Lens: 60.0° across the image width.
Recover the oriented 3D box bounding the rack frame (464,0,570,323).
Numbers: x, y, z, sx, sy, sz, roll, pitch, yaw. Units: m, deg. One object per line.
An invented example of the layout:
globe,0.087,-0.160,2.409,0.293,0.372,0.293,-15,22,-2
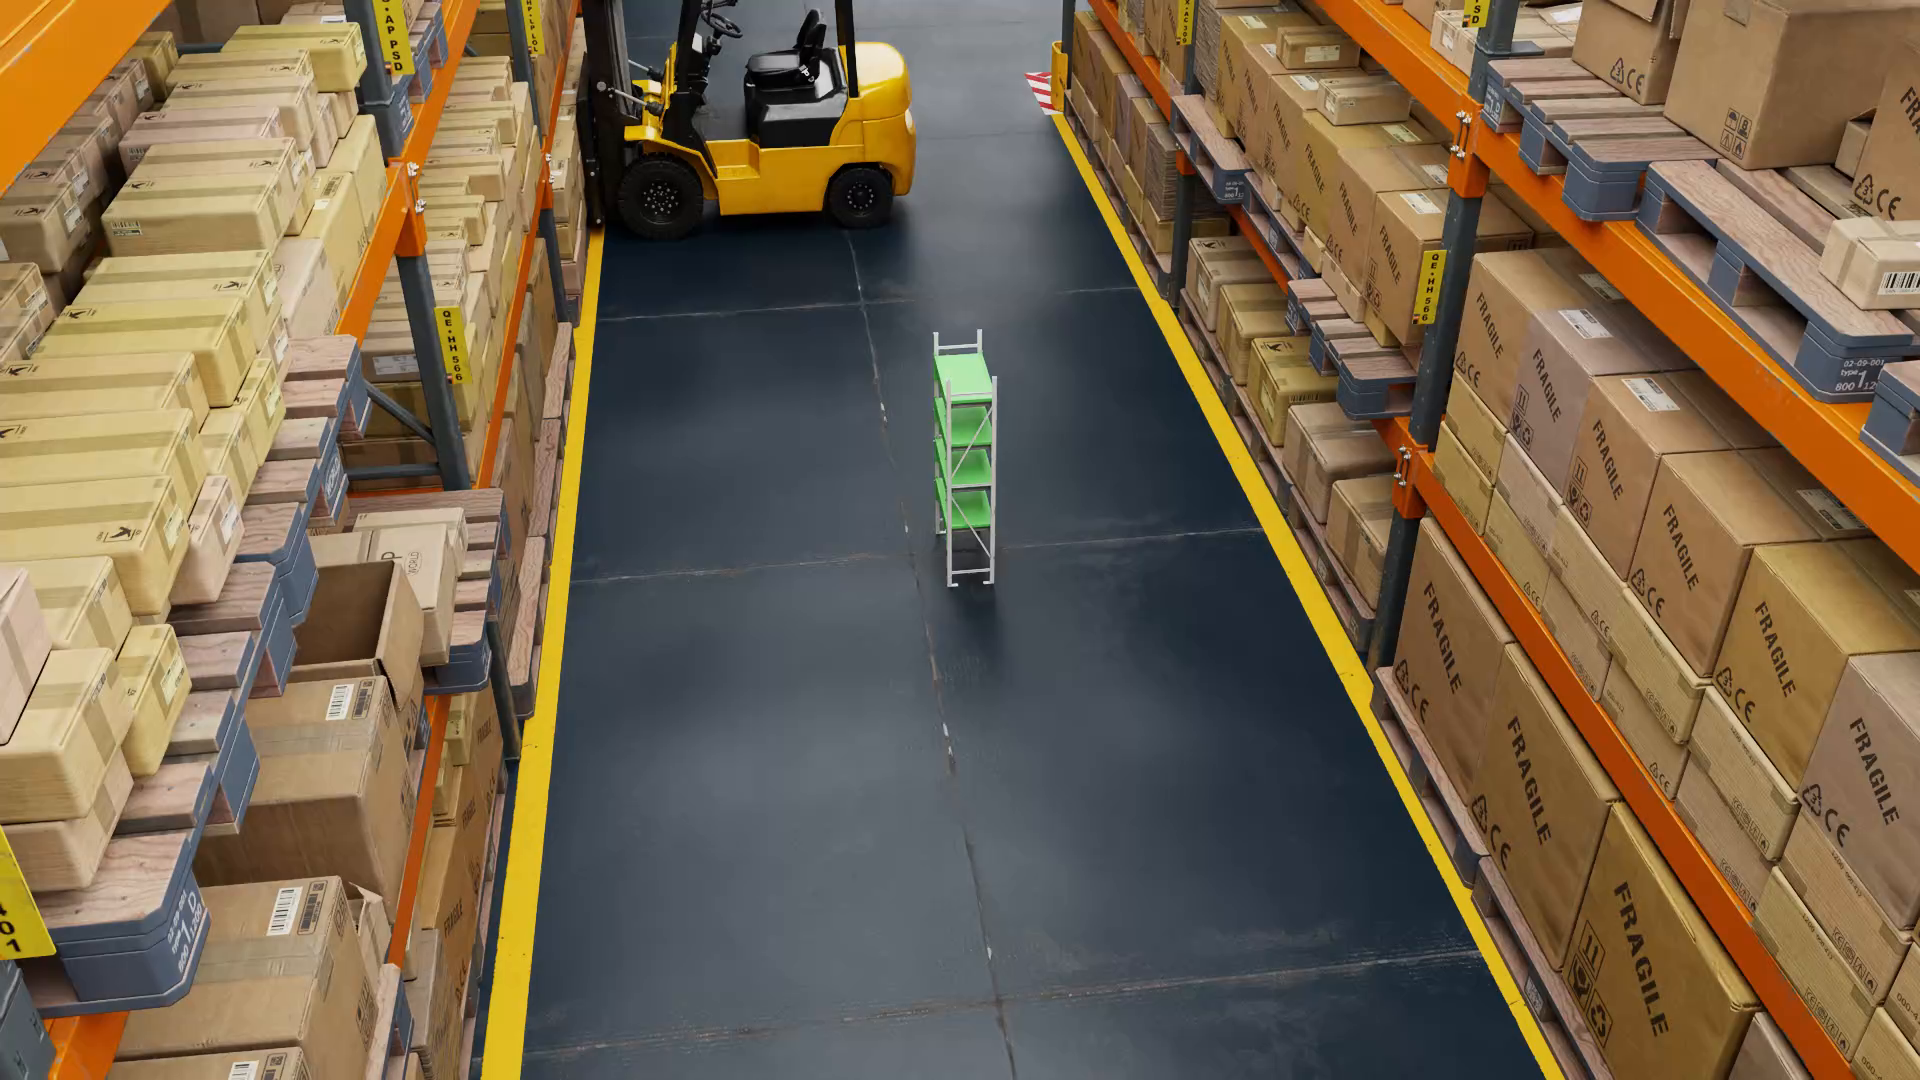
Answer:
rack frame,-3.008,-2.480,9.855,1.000,3.000,0.127,-4,35,-6

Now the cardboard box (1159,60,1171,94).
cardboard box,1.524,-3.050,10.913,0.380,0.149,0.250,-4,34,-5

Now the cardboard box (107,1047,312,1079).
cardboard box,-1.776,1.482,3.578,0.700,0.500,0.500,-4,34,-5

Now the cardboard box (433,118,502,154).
cardboard box,-2.569,-2.045,8.551,0.380,0.149,0.250,-5,35,-8

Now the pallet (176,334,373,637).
pallet,-2.093,-0.126,3.903,1.213,0.211,1.003,-4,35,-6

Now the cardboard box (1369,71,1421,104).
cardboard box,2.402,-2.098,8.568,0.500,0.500,0.500,-6,35,-8

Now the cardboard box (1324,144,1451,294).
cardboard box,2.031,-1.484,7.667,0.500,0.500,0.500,-5,35,-7

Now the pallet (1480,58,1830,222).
pallet,2.587,-1.432,5.821,1.213,0.211,1.003,-3,34,-4

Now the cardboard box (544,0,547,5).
cardboard box,-2.883,-3.565,10.781,0.380,0.149,0.250,-5,35,-7

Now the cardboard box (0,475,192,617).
cardboard box,-1.636,0.022,3.016,0.380,0.149,0.250,-5,35,-7

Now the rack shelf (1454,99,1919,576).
rack shelf,2.717,-0.452,4.854,1.077,0.370,4.000,-4,35,-6

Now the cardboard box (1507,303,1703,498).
cardboard box,2.348,-0.511,5.988,0.500,0.500,0.500,-4,35,-6

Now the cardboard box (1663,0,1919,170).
cardboard box,2.769,-1.543,5.353,0.700,0.500,0.500,-6,35,-9

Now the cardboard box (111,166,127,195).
cardboard box,-2.634,-1.080,4.916,0.380,0.149,0.250,-4,34,-5

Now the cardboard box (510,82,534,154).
cardboard box,-2.689,-2.370,9.382,0.500,0.250,0.500,-5,35,-7

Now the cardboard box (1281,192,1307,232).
cardboard box,1.884,-1.720,8.589,0.380,0.149,0.250,-5,35,-8

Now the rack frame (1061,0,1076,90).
rack frame,1.372,-5.091,13.685,1.000,3.000,0.127,-4,35,-6

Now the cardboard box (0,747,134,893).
cardboard box,-1.578,0.436,2.672,0.380,0.149,0.250,-4,34,-6

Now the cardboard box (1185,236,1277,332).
cardboard box,1.983,-1.654,10.602,0.950,0.372,0.625,-4,34,-6

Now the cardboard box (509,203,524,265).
cardboard box,-2.572,-1.597,8.692,0.500,0.250,0.500,-4,34,-6

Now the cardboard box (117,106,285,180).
cardboard box,-2.122,-1.100,4.680,0.380,0.149,0.250,-5,35,-7

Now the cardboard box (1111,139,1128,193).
cardboard box,1.419,-2.786,12.372,0.500,0.250,0.500,-4,34,-6

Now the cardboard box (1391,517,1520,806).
cardboard box,2.459,0.470,7.039,0.875,0.875,0.875,-5,35,-7

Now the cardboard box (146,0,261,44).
cardboard box,-2.822,-2.025,6.195,0.500,0.250,0.500,-4,35,-6

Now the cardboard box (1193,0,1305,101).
cardboard box,1.689,-2.913,9.763,0.500,0.500,0.500,-4,34,-5

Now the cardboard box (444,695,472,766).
cardboard box,-2.085,0.750,6.386,0.380,0.149,0.250,-6,35,-9

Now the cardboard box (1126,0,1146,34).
cardboard box,1.454,-3.828,11.479,0.500,0.500,0.500,-3,34,-5

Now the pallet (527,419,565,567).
pallet,-2.703,-0.238,9.040,1.003,0.211,1.213,-4,35,-6

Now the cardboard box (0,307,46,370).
cardboard box,-2.211,-0.373,3.596,0.380,0.149,0.250,-4,34,-6

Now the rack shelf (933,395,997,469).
rack shelf,0.022,-0.549,8.306,0.258,0.148,0.480,-4,35,-6

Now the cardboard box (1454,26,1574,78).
cardboard box,2.198,-1.922,6.595,0.380,0.149,0.250,-4,35,-6

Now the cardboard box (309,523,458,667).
cardboard box,-2.007,0.204,5.675,0.500,0.250,0.500,-6,35,-9

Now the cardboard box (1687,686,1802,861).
cardboard box,2.536,0.667,4.926,0.500,0.250,0.500,-4,34,-5

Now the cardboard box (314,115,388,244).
cardboard box,-2.161,-1.158,5.384,0.500,0.250,0.500,-5,35,-8

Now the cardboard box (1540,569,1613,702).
cardboard box,2.416,0.306,5.899,0.500,0.250,0.500,-3,34,-5

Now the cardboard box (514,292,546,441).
cardboard box,-2.830,-0.949,9.343,0.875,0.625,0.625,-5,35,-7

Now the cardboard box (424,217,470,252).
cardboard box,-2.429,-1.331,7.503,0.380,0.149,0.250,-4,34,-6

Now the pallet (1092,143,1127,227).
pallet,1.617,-2.760,12.742,1.003,0.211,1.213,-4,35,-6

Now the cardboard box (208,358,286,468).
cardboard box,-1.743,-0.276,3.717,0.380,0.149,0.250,-4,34,-5

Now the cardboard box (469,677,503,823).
cardboard box,-2.200,0.831,6.843,0.500,0.500,0.500,-3,34,-5

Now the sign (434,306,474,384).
sign,-1.934,-0.740,6.344,0.100,0.325,0.005,-4,35,-6

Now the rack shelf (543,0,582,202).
rack shelf,-3.277,-3.299,11.695,1.077,0.370,4.000,-4,35,-6

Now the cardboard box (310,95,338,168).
cardboard box,-2.168,-1.265,5.187,0.380,0.149,0.250,-5,35,-7

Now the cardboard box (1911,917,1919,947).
cardboard box,2.677,0.921,3.887,0.500,0.500,0.500,-3,34,-5

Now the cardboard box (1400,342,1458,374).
cardboard box,2.171,-0.861,7.329,0.380,0.149,0.250,-3,34,-5

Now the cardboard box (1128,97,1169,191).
cardboard box,1.494,-2.799,11.725,0.500,0.500,0.500,-4,34,-6

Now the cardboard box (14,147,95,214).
cardboard box,-2.548,-0.919,4.415,0.380,0.149,0.250,-5,35,-7

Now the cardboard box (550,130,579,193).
cardboard box,-2.821,-2.511,11.080,0.500,0.250,0.500,-4,35,-6

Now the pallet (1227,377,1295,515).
pallet,2.184,-0.589,9.556,1.003,0.211,1.213,-4,35,-6

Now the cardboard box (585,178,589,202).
cardboard box,-2.962,-2.665,12.195,0.500,0.250,0.500,-3,34,-5

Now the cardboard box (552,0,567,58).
cardboard box,-3.011,-3.643,11.472,0.500,0.500,0.500,-4,34,-6

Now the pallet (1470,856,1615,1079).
pallet,2.640,1.651,6.269,1.003,0.211,1.213,-4,35,-6

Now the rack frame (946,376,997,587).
rack frame,0.055,-0.267,8.205,0.240,1.200,0.015,-4,35,-6

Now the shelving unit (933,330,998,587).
shelving unit,0.022,-0.403,8.405,0.258,1.200,0.503,-4,35,-6

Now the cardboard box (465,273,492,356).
cardboard box,-2.354,-0.938,7.281,0.500,0.250,0.500,-3,34,-5

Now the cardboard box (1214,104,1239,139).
cardboard box,1.696,-2.456,9.669,0.380,0.149,0.250,-4,34,-5

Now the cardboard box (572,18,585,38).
cardboard box,-3.175,-3.930,13.162,0.500,0.250,0.500,-3,34,-5
